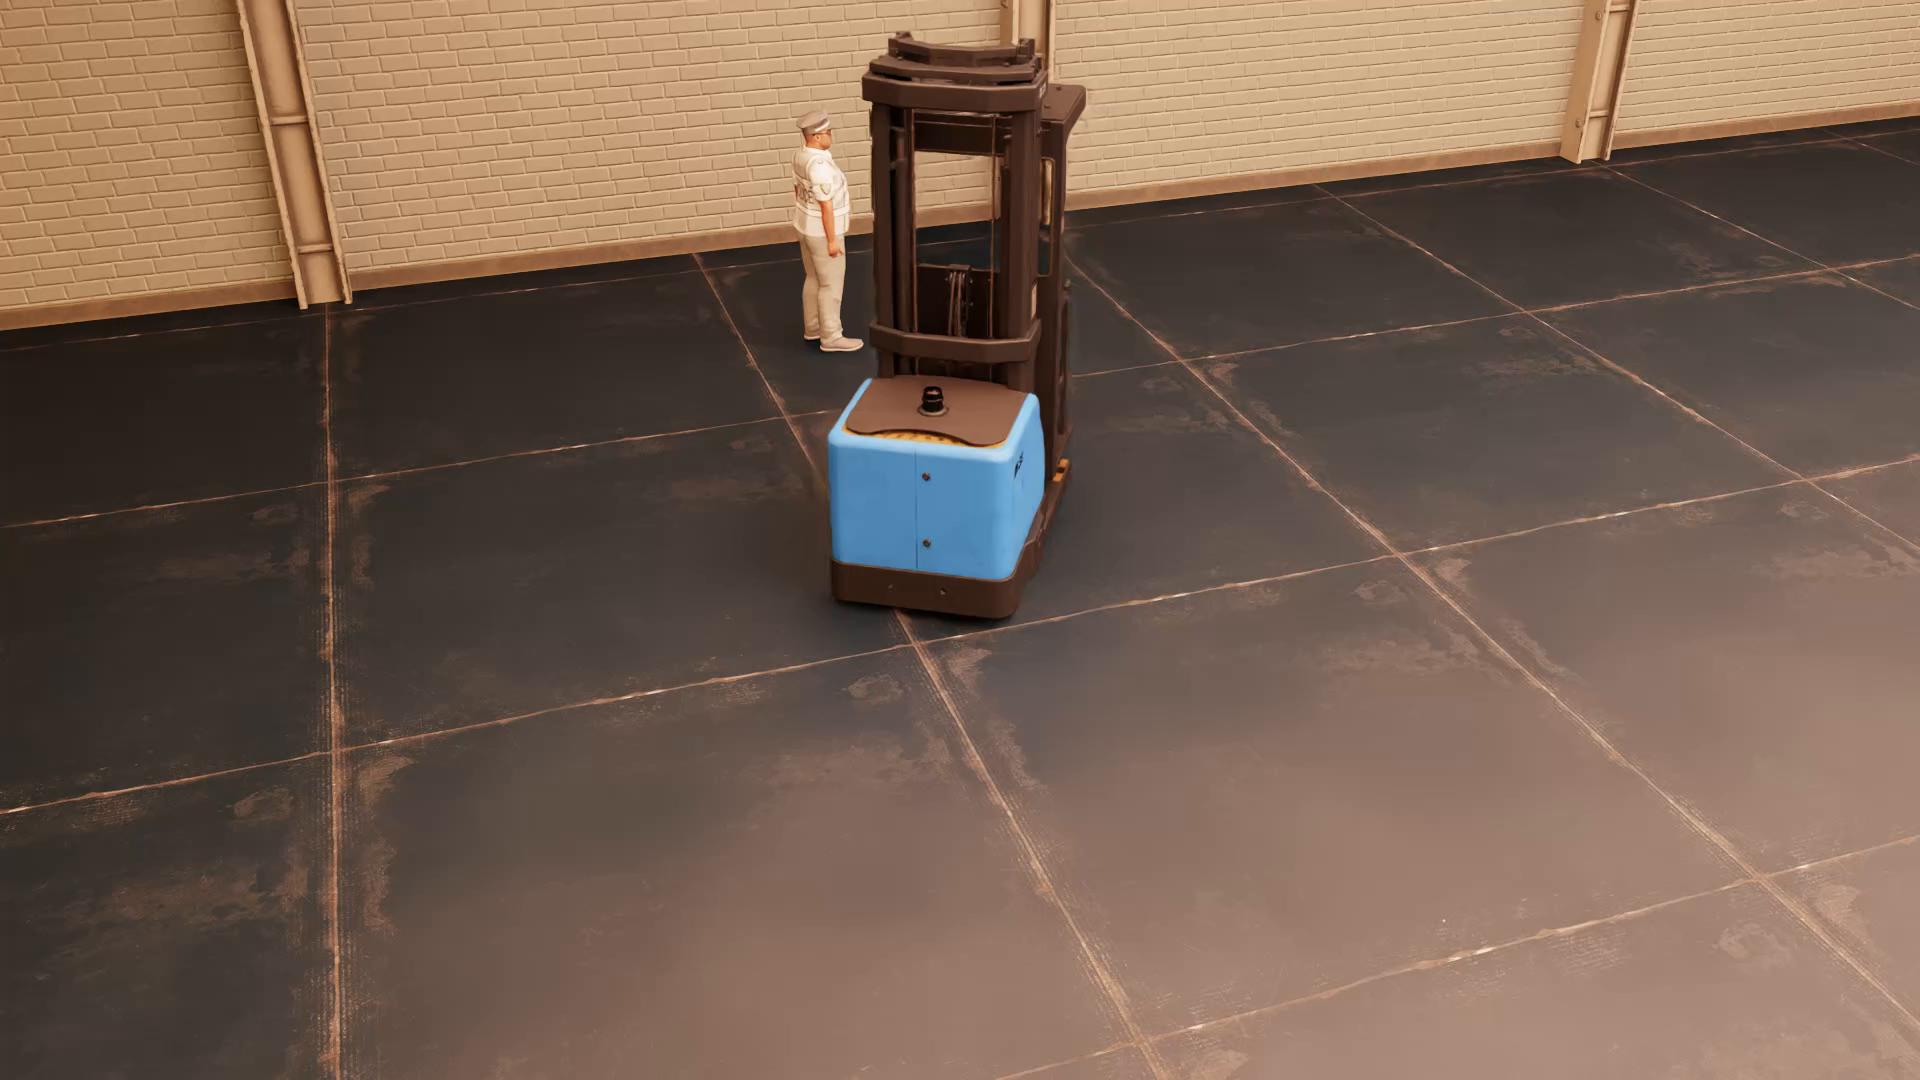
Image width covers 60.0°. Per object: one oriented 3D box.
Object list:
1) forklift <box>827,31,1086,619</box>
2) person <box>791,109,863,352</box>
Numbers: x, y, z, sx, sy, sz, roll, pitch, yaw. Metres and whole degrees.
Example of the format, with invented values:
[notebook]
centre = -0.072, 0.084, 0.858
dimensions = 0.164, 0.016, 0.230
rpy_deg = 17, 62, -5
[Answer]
[forklift]
centre = 0.101, -1.560, 9.798
dimensions = 1.130, 2.935, 3.031
rpy_deg = 7, 31, 11
[person]
centre = -1.005, -2.275, 12.205
dimensions = 0.399, 1.775, 0.521
rpy_deg = -15, 33, -24
